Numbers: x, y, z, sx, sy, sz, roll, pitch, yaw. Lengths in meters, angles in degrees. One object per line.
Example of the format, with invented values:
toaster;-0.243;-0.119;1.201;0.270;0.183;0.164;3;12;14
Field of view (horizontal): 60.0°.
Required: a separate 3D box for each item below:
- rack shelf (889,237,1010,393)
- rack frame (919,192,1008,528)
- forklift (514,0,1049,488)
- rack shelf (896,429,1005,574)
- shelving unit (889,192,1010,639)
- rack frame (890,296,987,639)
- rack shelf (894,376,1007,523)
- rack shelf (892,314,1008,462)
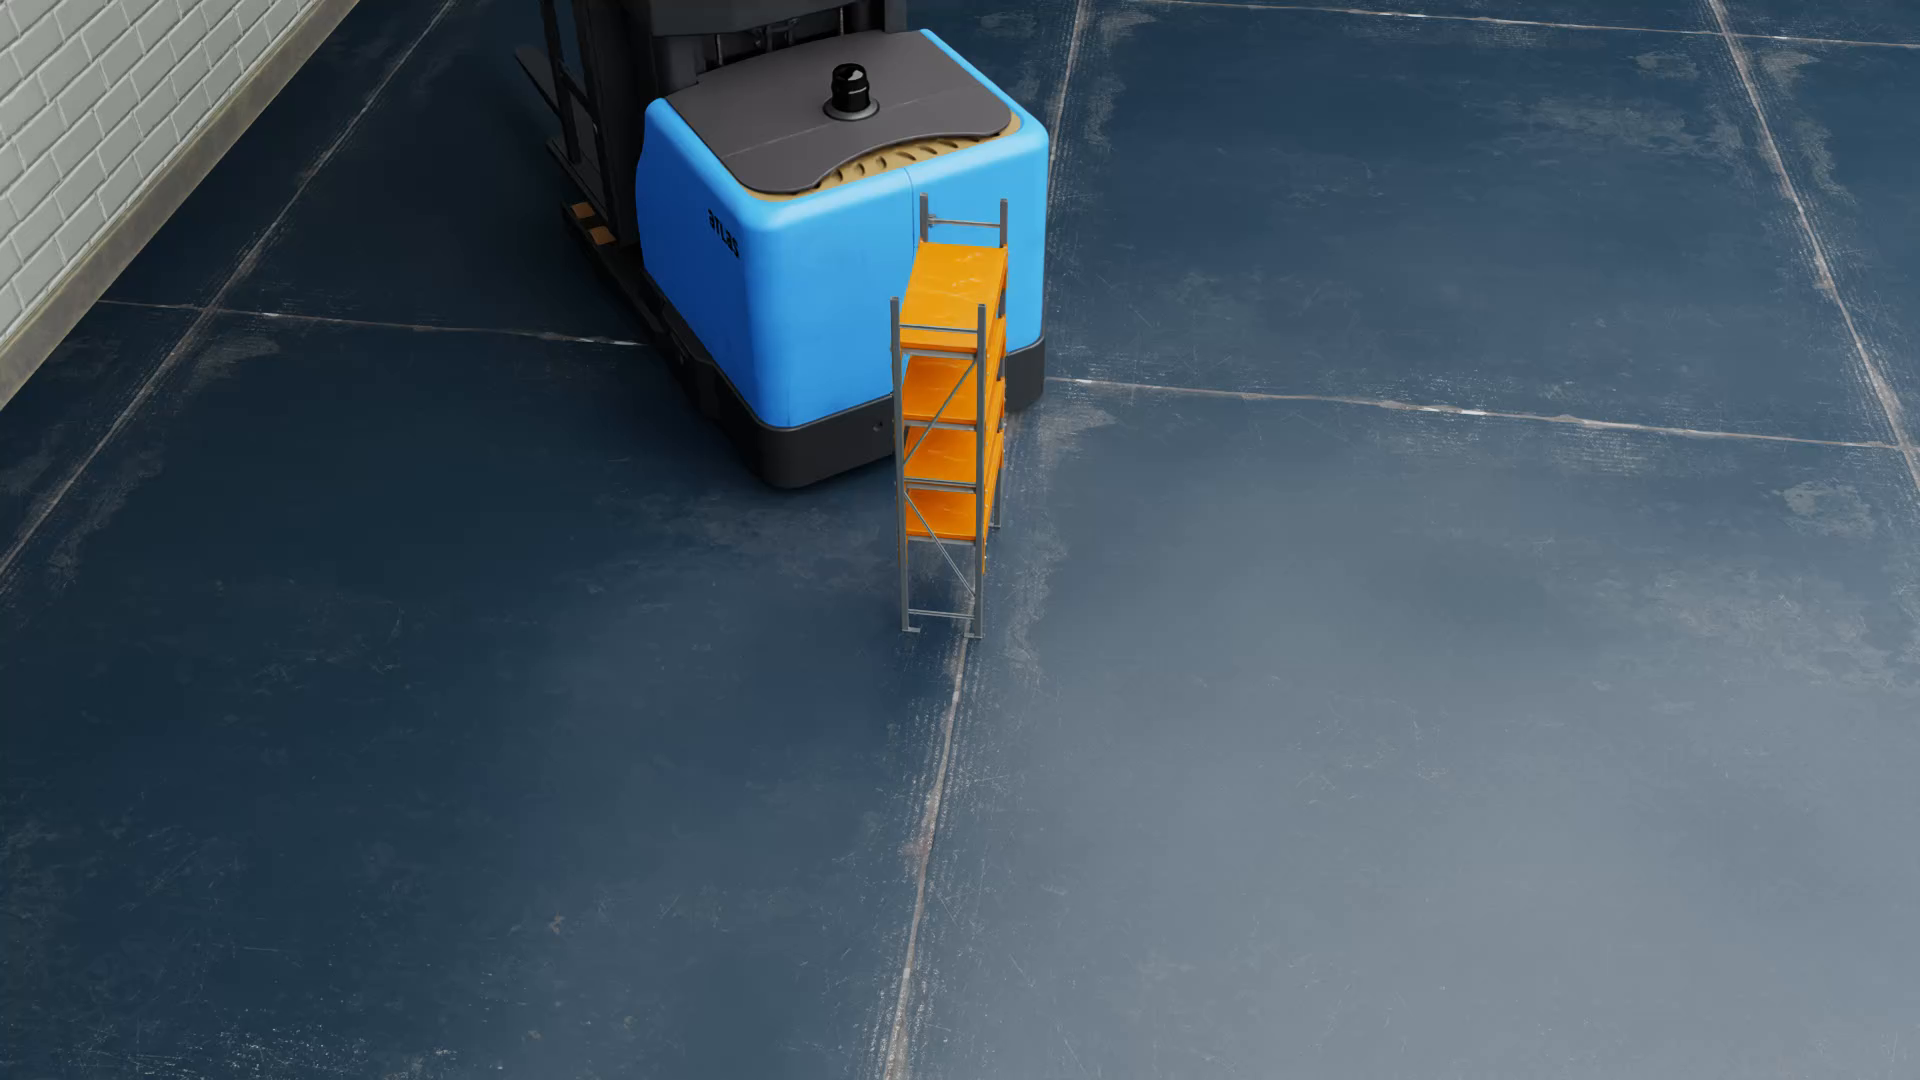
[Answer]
rack shelf;-0.022;-0.608;4.448;0.258;0.148;0.480;5;44;6
rack frame;0.010;-0.489;4.894;0.240;1.200;0.015;5;44;6
forklift;-0.880;-2.233;5.477;1.130;2.935;3.031;-21;47;-21
rack shelf;-0.022;-0.130;4.901;0.258;0.148;0.480;5;44;6
shelving unit;-0.022;-0.323;4.718;0.258;1.200;0.503;5;44;6
rack frame;-0.054;-0.157;4.543;0.240;1.200;0.015;5;44;6
rack shelf;-0.022;-0.274;4.765;0.258;0.148;0.480;5;44;6
rack shelf;-0.022;-0.436;4.611;0.258;0.148;0.480;5;44;6
